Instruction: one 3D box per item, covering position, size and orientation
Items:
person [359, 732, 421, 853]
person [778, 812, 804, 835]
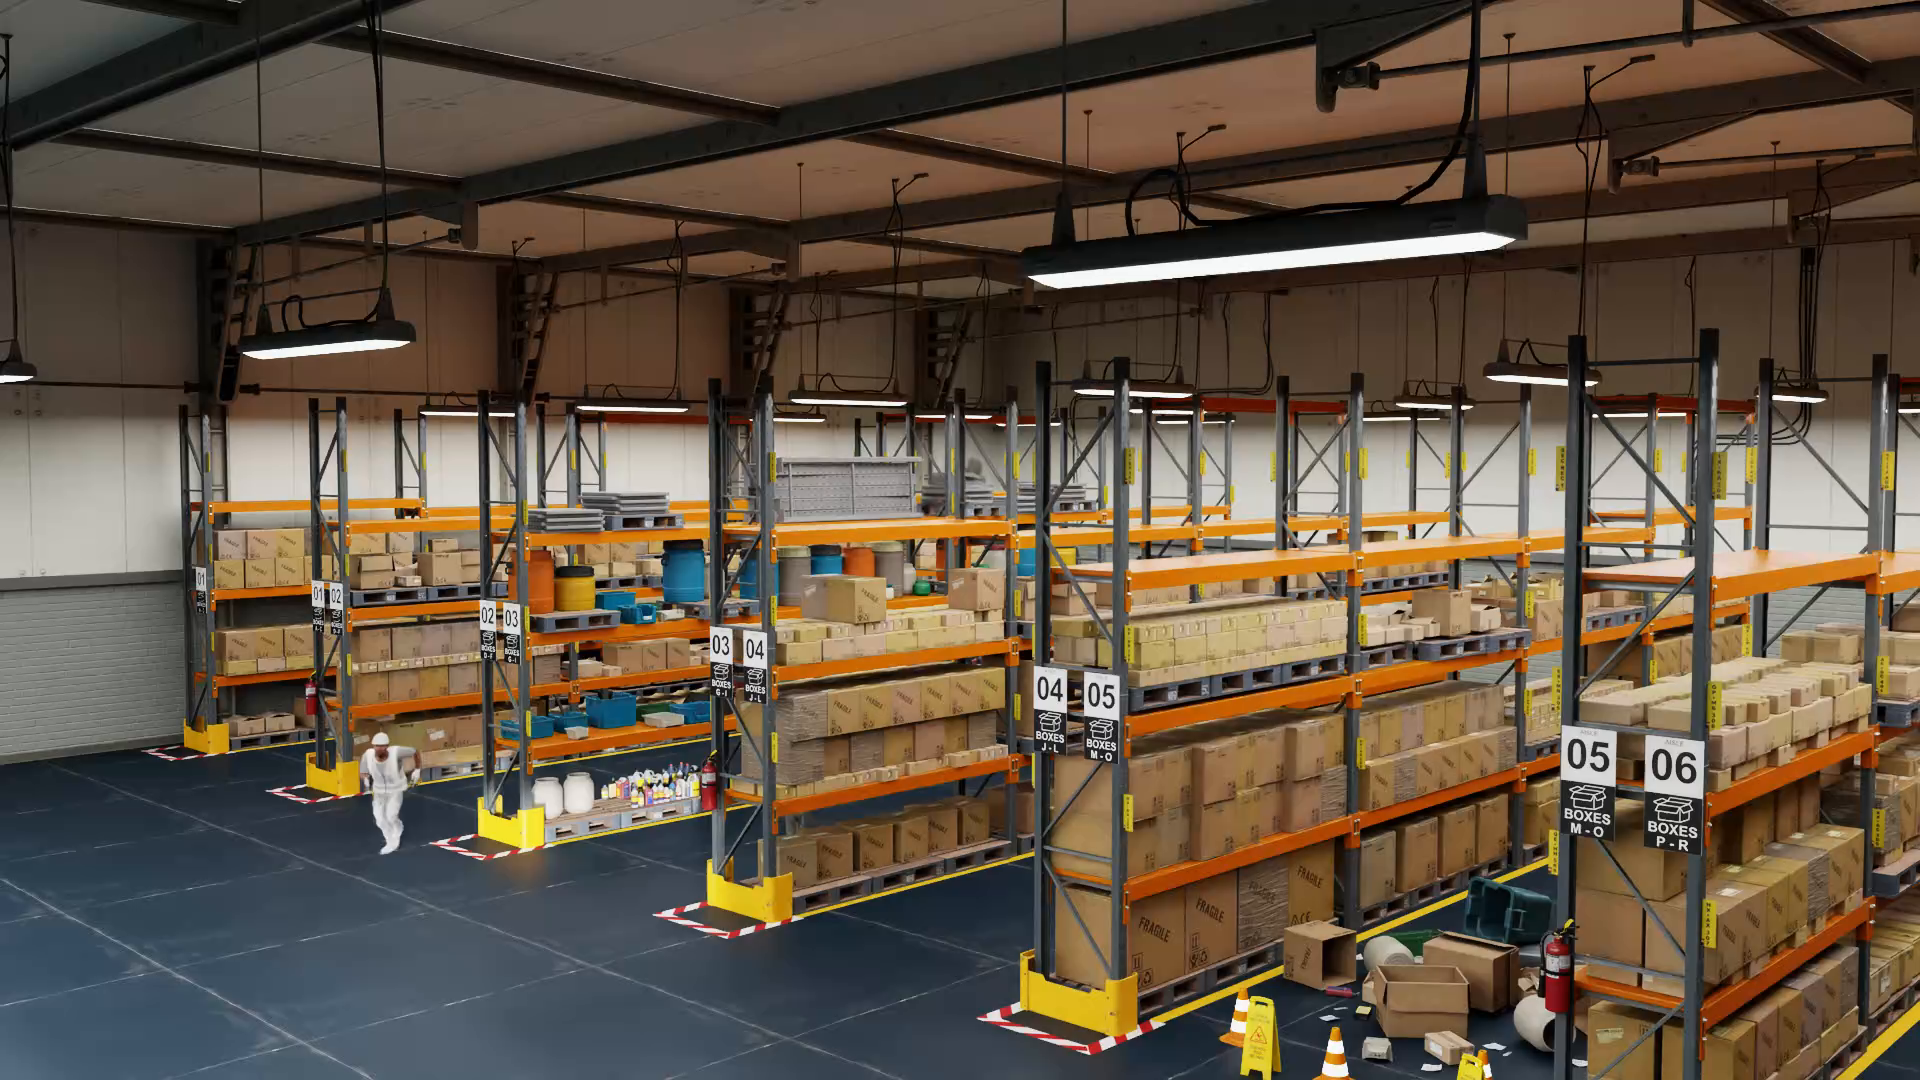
[{"bbox_3d":[-7.249,3.224,21.164,0.709,1.635,0.904,0,3,-3],"label":"person"},{"bbox_3d":[-2.180,3.240,21.763,0.534,1.553,0.557,2,3,31],"label":"person"}]
